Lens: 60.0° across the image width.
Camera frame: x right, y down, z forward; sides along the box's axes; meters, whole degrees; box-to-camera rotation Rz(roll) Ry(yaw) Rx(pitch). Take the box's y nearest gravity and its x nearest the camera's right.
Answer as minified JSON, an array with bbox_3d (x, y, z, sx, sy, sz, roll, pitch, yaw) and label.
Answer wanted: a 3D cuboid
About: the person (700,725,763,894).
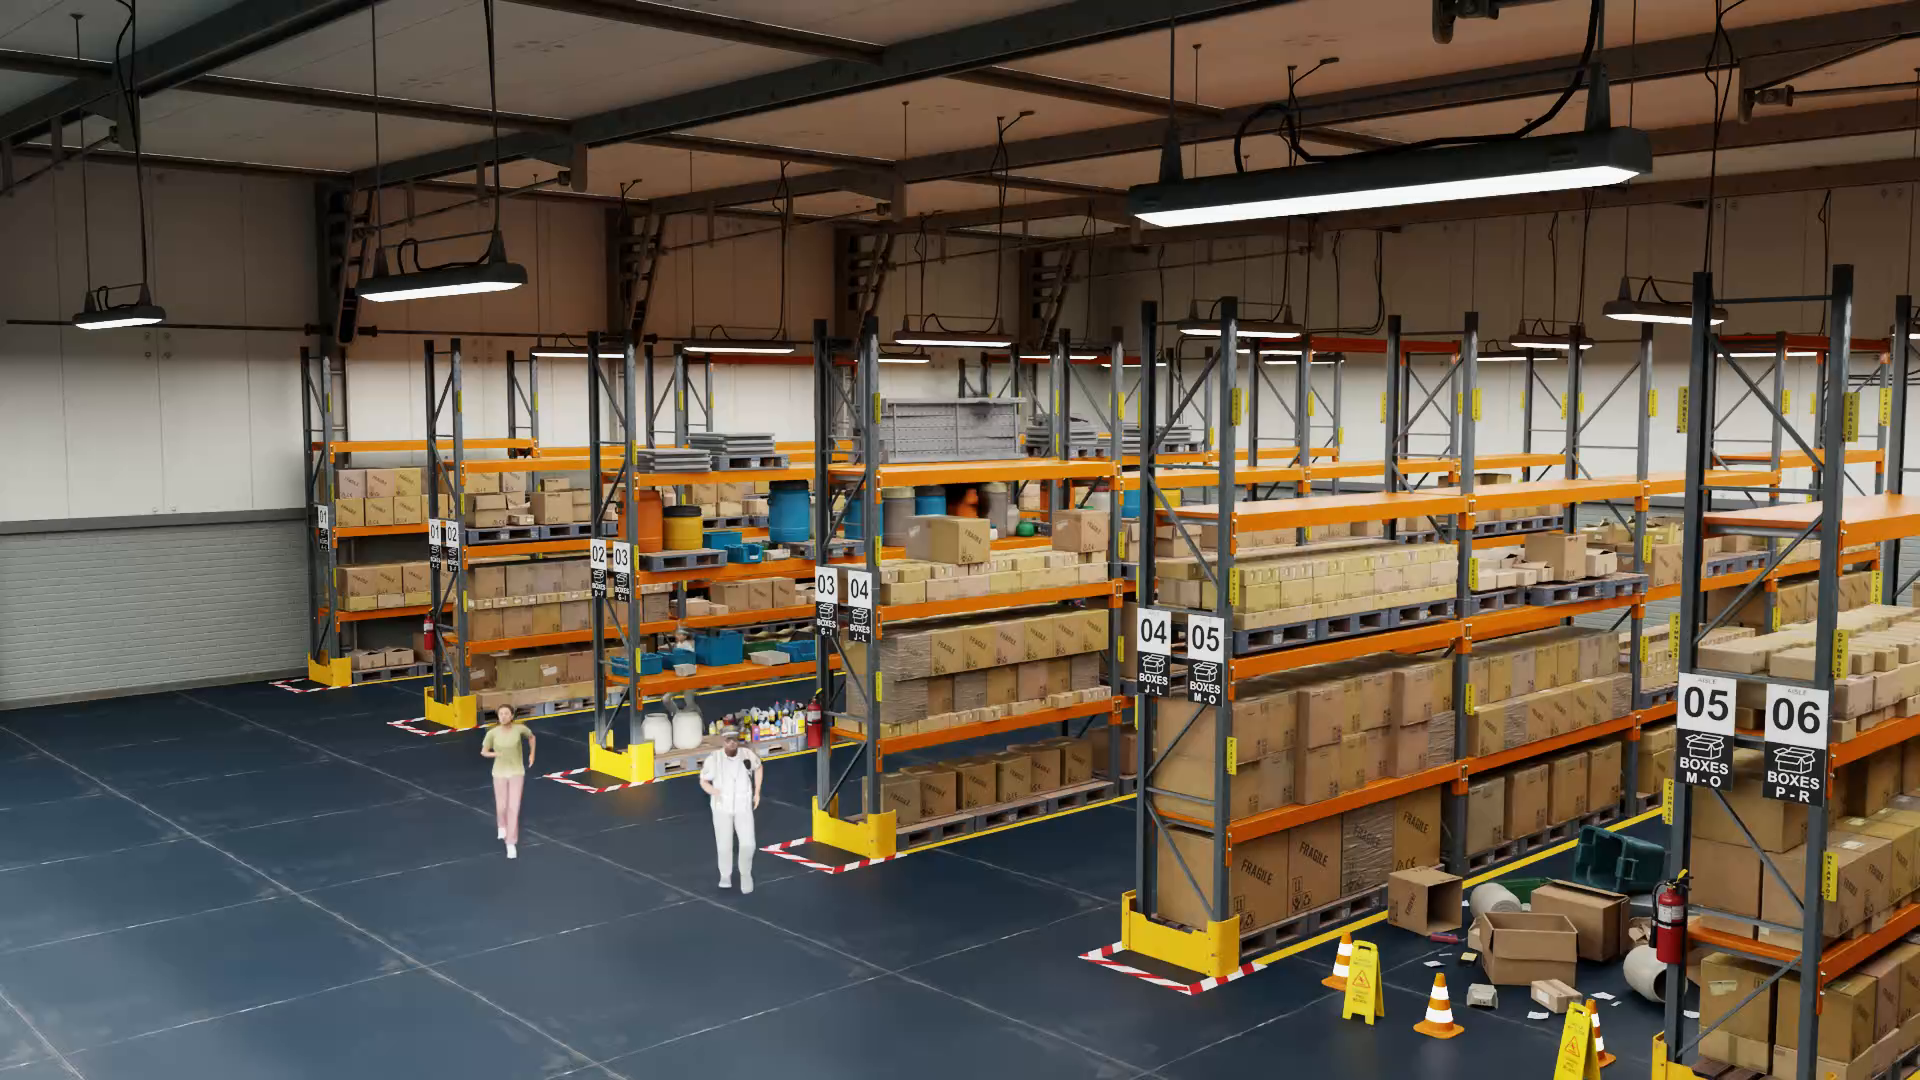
[{"bbox_3d":[-2.342,2.783,17.153,0.669,1.799,0.733,-1,5,-12],"label":"person"}]

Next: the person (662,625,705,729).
[{"bbox_3d":[-4.212,2.113,25.155,0.616,1.693,0.740,5,7,45],"label":"person"}]

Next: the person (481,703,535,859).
[{"bbox_3d":[-5.116,2.672,18.804,0.581,1.638,1.025,-1,5,-10],"label":"person"}]
